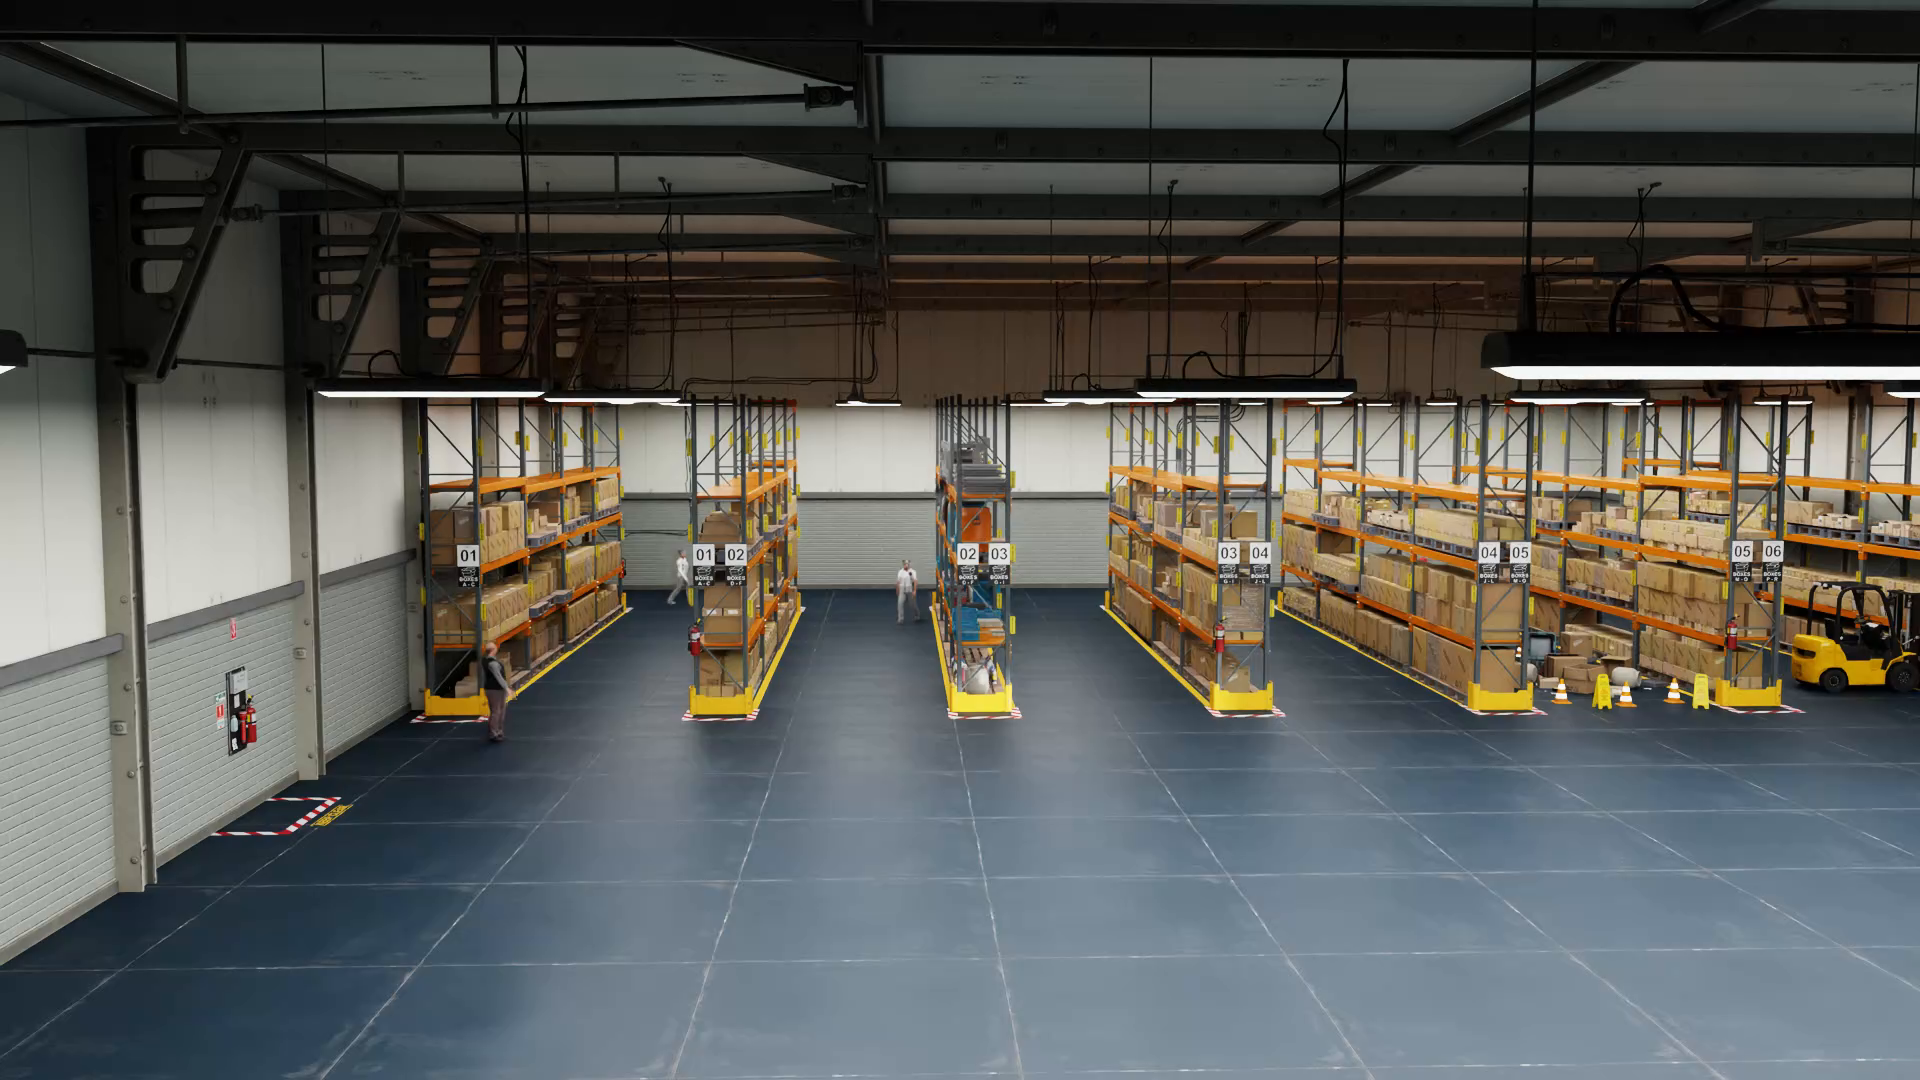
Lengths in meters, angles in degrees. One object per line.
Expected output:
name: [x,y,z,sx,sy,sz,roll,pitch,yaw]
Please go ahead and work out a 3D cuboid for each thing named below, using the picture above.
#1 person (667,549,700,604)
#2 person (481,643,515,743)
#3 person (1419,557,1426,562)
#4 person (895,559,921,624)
person: [-8.078,1.076,48.531,0.979,1.634,0.569,-1,5,-11]
person: [-7.945,2.629,28.632,0.617,1.748,0.571,0,5,-4]
person: [12.284,1.350,44.311,0.430,1.793,0.606,1,5,11]
person: [-1.421,1.355,44.469,0.615,1.722,0.978,2,5,21]
